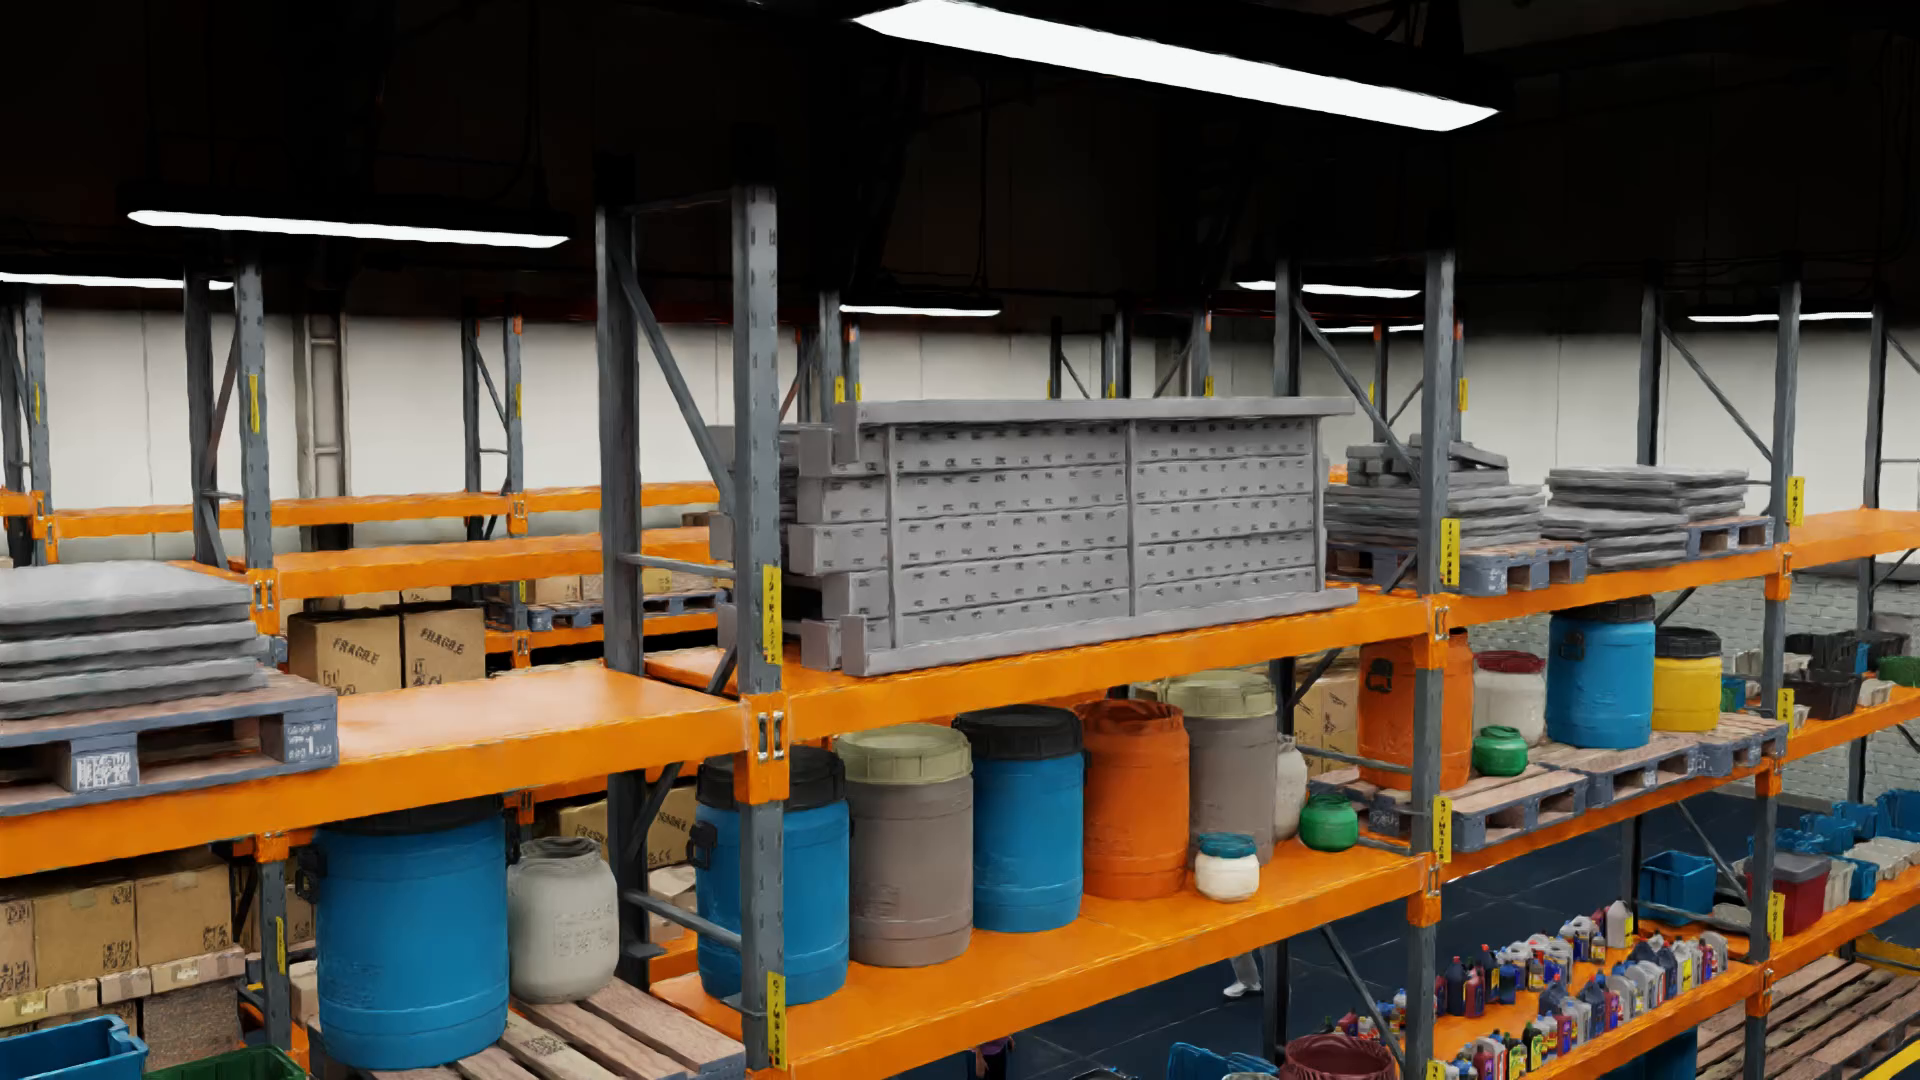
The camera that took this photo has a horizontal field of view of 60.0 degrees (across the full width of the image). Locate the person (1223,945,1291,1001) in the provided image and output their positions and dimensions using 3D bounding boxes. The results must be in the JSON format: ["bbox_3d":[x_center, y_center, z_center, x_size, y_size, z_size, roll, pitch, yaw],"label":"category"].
[{"bbox_3d":[2.476,3.006,13.778,0.546,1.734,0.729,-5,7,-43],"label":"person"}]

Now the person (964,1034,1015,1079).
[{"bbox_3d":[0.205,3.328,10.881,0.419,1.603,0.503,2,6,22],"label":"person"}]
